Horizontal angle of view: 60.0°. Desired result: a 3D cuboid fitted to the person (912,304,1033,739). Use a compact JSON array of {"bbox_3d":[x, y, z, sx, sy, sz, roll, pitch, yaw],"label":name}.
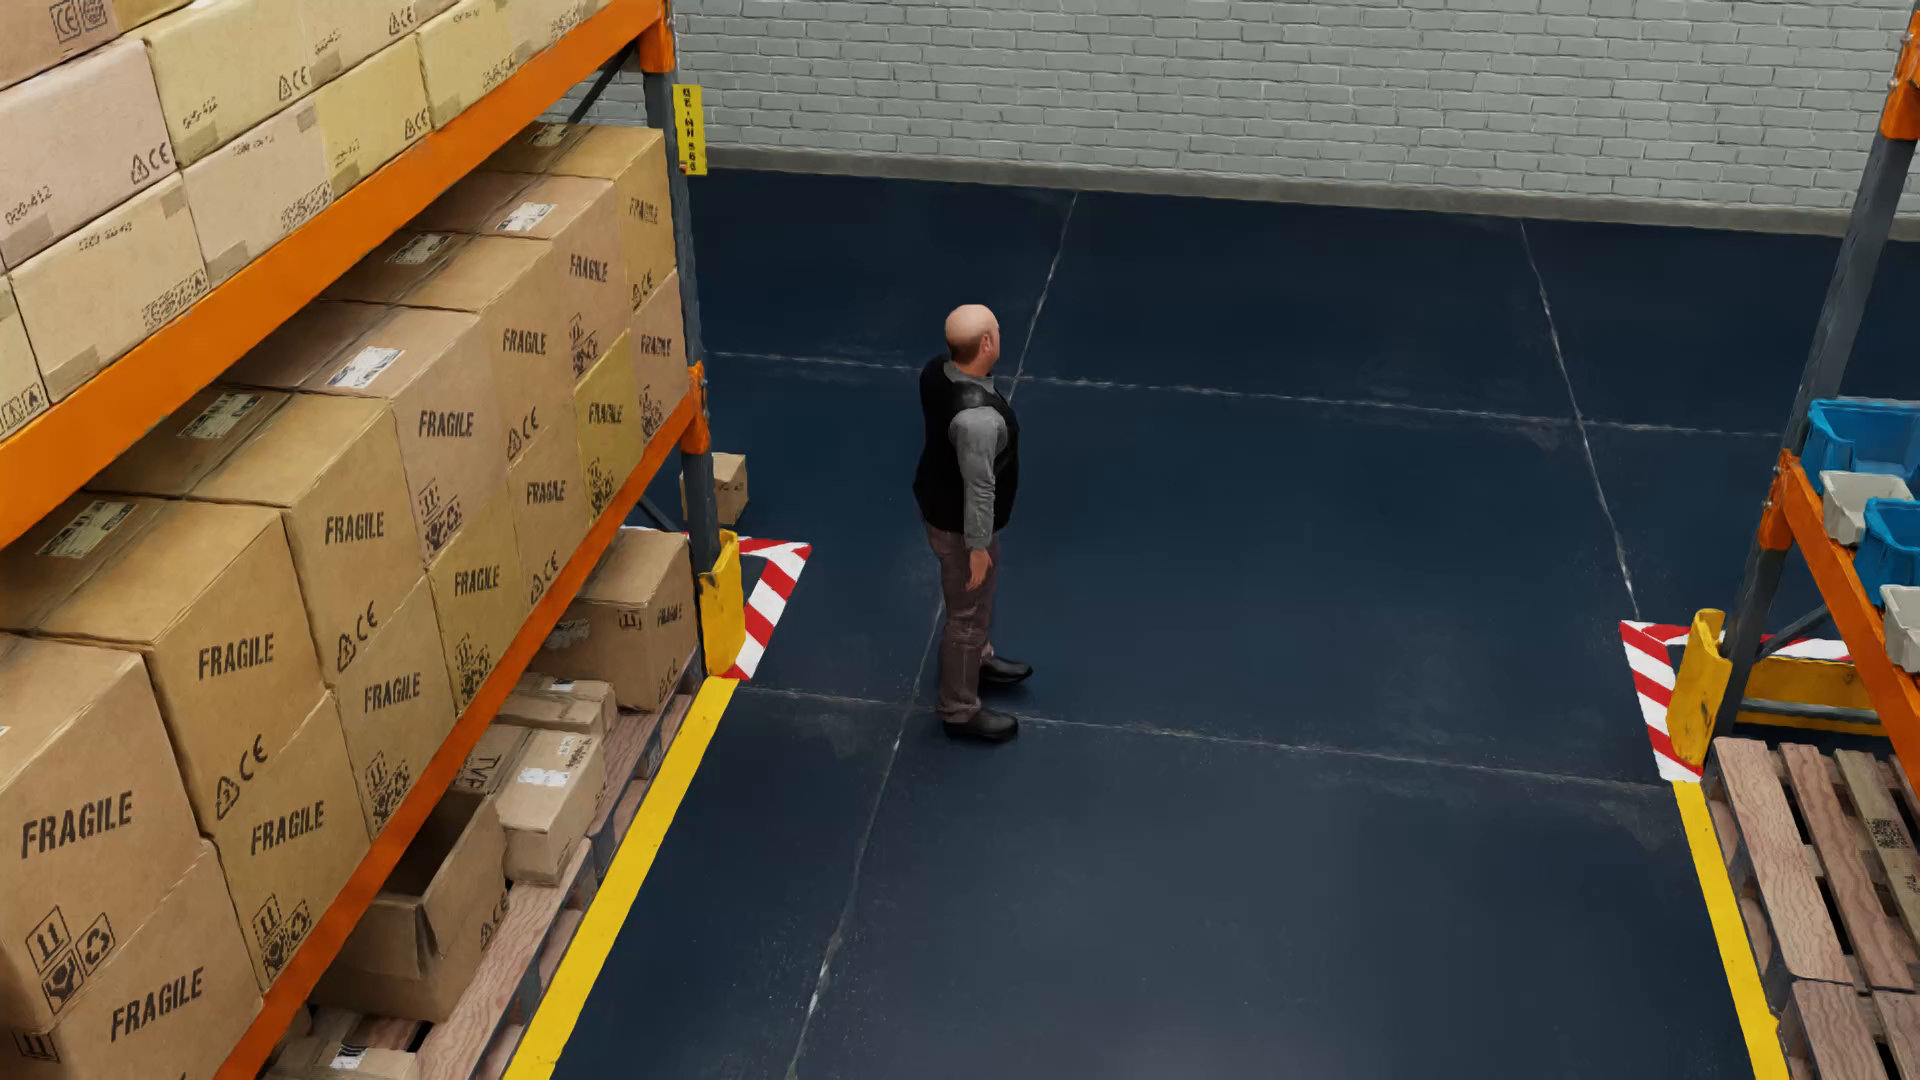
[{"bbox_3d":[0.082,-0.080,6.243,0.475,1.728,0.559,-8,33,-12],"label":"person"}]
